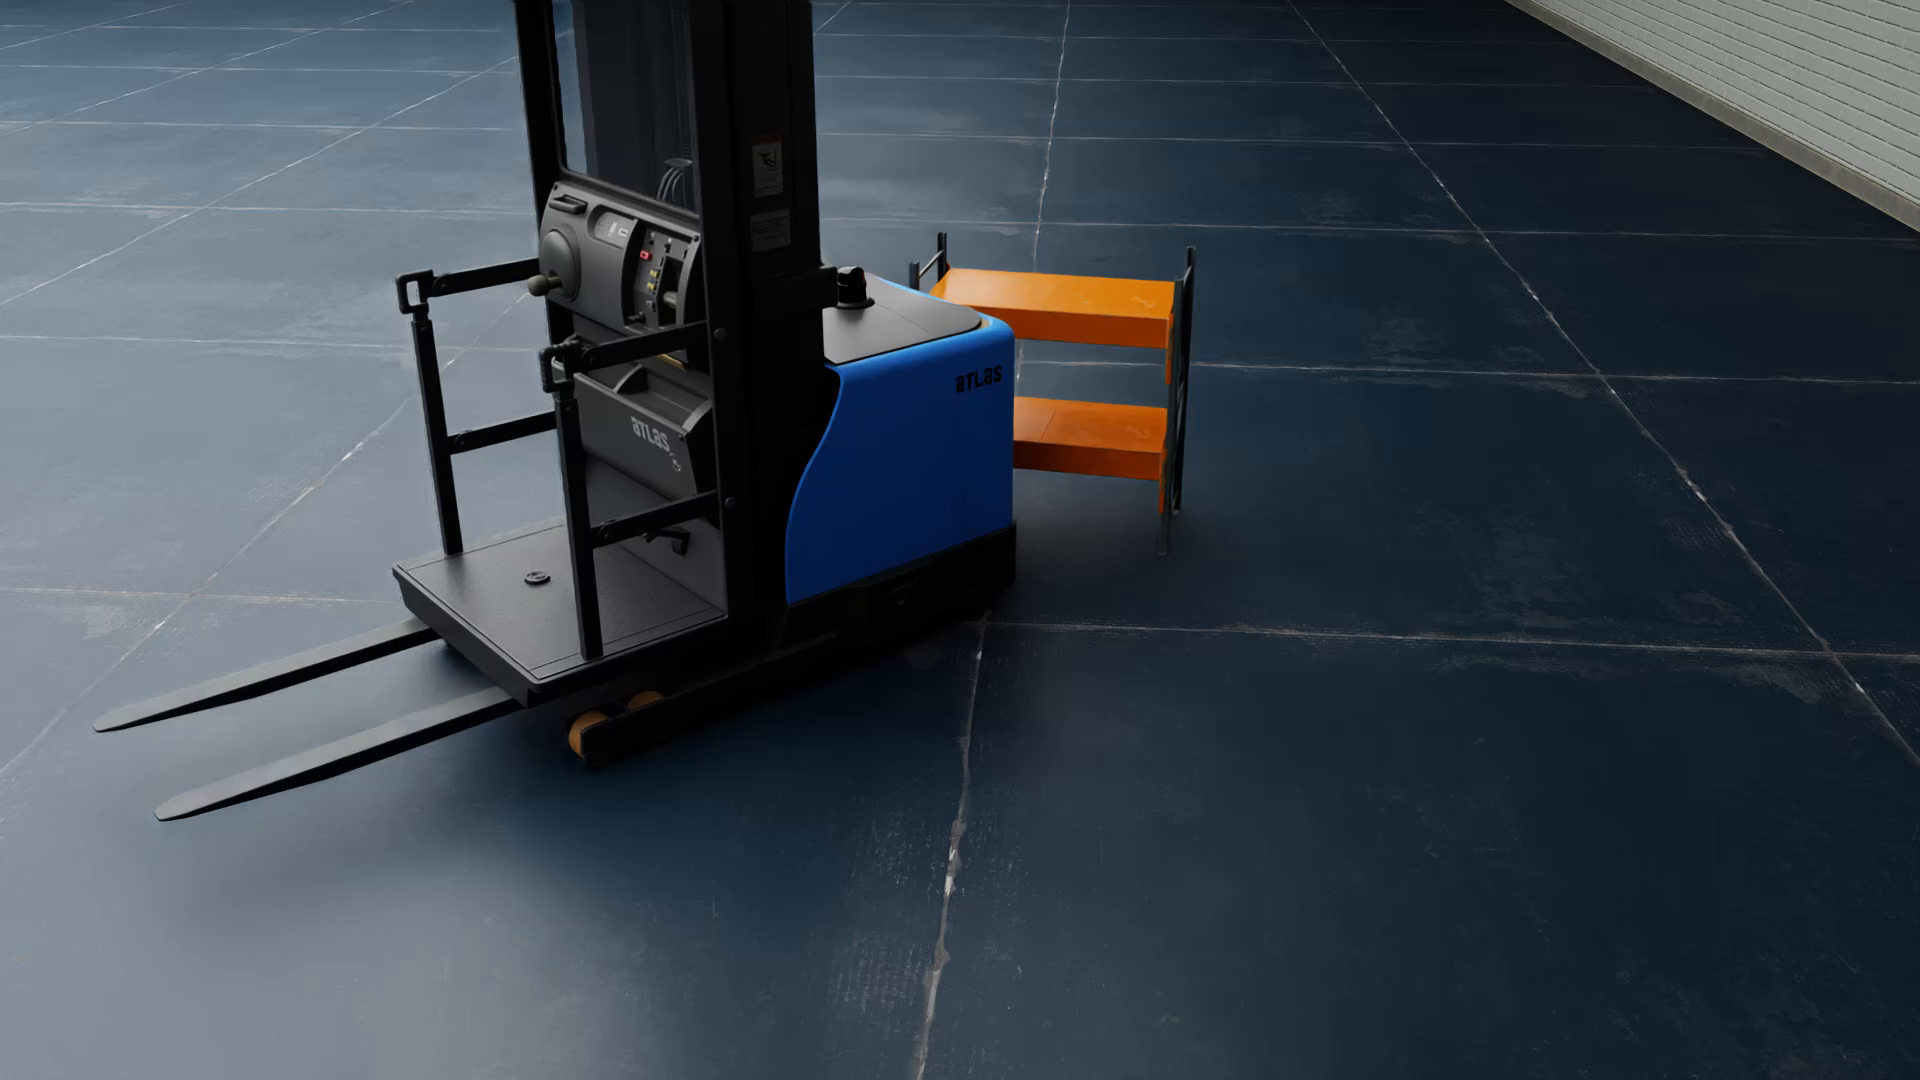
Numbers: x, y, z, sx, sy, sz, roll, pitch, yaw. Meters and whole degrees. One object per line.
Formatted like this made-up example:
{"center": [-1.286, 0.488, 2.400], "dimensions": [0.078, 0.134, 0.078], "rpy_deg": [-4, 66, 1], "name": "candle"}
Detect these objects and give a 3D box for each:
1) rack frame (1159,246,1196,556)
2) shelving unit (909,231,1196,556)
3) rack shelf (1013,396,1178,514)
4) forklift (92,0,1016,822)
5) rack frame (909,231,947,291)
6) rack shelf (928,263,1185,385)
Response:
{"center": [0.865, -0.552, 6.604], "dimensions": [0.032, 1.125, 0.500], "rpy_deg": [6, 25, 12], "name": "rack frame"}
{"center": [0.370, -0.600, 6.709], "dimensions": [1.048, 1.125, 0.538], "rpy_deg": [6, 25, 12], "name": "shelving unit"}
{"center": [0.370, -0.378, 6.811], "dimensions": [1.000, 0.278, 0.538], "rpy_deg": [6, 25, 12], "name": "rack shelf"}
{"center": [-1.245, -0.875, 5.146], "dimensions": [3.031, 2.935, 1.130], "rpy_deg": [-19, 31, -36], "name": "forklift"}
{"center": [-0.125, -0.648, 6.813], "dimensions": [0.032, 1.125, 0.500], "rpy_deg": [6, 25, 12], "name": "rack frame"}
{"center": [0.370, -0.866, 6.586], "dimensions": [1.000, 0.278, 0.538], "rpy_deg": [6, 25, 12], "name": "rack shelf"}
